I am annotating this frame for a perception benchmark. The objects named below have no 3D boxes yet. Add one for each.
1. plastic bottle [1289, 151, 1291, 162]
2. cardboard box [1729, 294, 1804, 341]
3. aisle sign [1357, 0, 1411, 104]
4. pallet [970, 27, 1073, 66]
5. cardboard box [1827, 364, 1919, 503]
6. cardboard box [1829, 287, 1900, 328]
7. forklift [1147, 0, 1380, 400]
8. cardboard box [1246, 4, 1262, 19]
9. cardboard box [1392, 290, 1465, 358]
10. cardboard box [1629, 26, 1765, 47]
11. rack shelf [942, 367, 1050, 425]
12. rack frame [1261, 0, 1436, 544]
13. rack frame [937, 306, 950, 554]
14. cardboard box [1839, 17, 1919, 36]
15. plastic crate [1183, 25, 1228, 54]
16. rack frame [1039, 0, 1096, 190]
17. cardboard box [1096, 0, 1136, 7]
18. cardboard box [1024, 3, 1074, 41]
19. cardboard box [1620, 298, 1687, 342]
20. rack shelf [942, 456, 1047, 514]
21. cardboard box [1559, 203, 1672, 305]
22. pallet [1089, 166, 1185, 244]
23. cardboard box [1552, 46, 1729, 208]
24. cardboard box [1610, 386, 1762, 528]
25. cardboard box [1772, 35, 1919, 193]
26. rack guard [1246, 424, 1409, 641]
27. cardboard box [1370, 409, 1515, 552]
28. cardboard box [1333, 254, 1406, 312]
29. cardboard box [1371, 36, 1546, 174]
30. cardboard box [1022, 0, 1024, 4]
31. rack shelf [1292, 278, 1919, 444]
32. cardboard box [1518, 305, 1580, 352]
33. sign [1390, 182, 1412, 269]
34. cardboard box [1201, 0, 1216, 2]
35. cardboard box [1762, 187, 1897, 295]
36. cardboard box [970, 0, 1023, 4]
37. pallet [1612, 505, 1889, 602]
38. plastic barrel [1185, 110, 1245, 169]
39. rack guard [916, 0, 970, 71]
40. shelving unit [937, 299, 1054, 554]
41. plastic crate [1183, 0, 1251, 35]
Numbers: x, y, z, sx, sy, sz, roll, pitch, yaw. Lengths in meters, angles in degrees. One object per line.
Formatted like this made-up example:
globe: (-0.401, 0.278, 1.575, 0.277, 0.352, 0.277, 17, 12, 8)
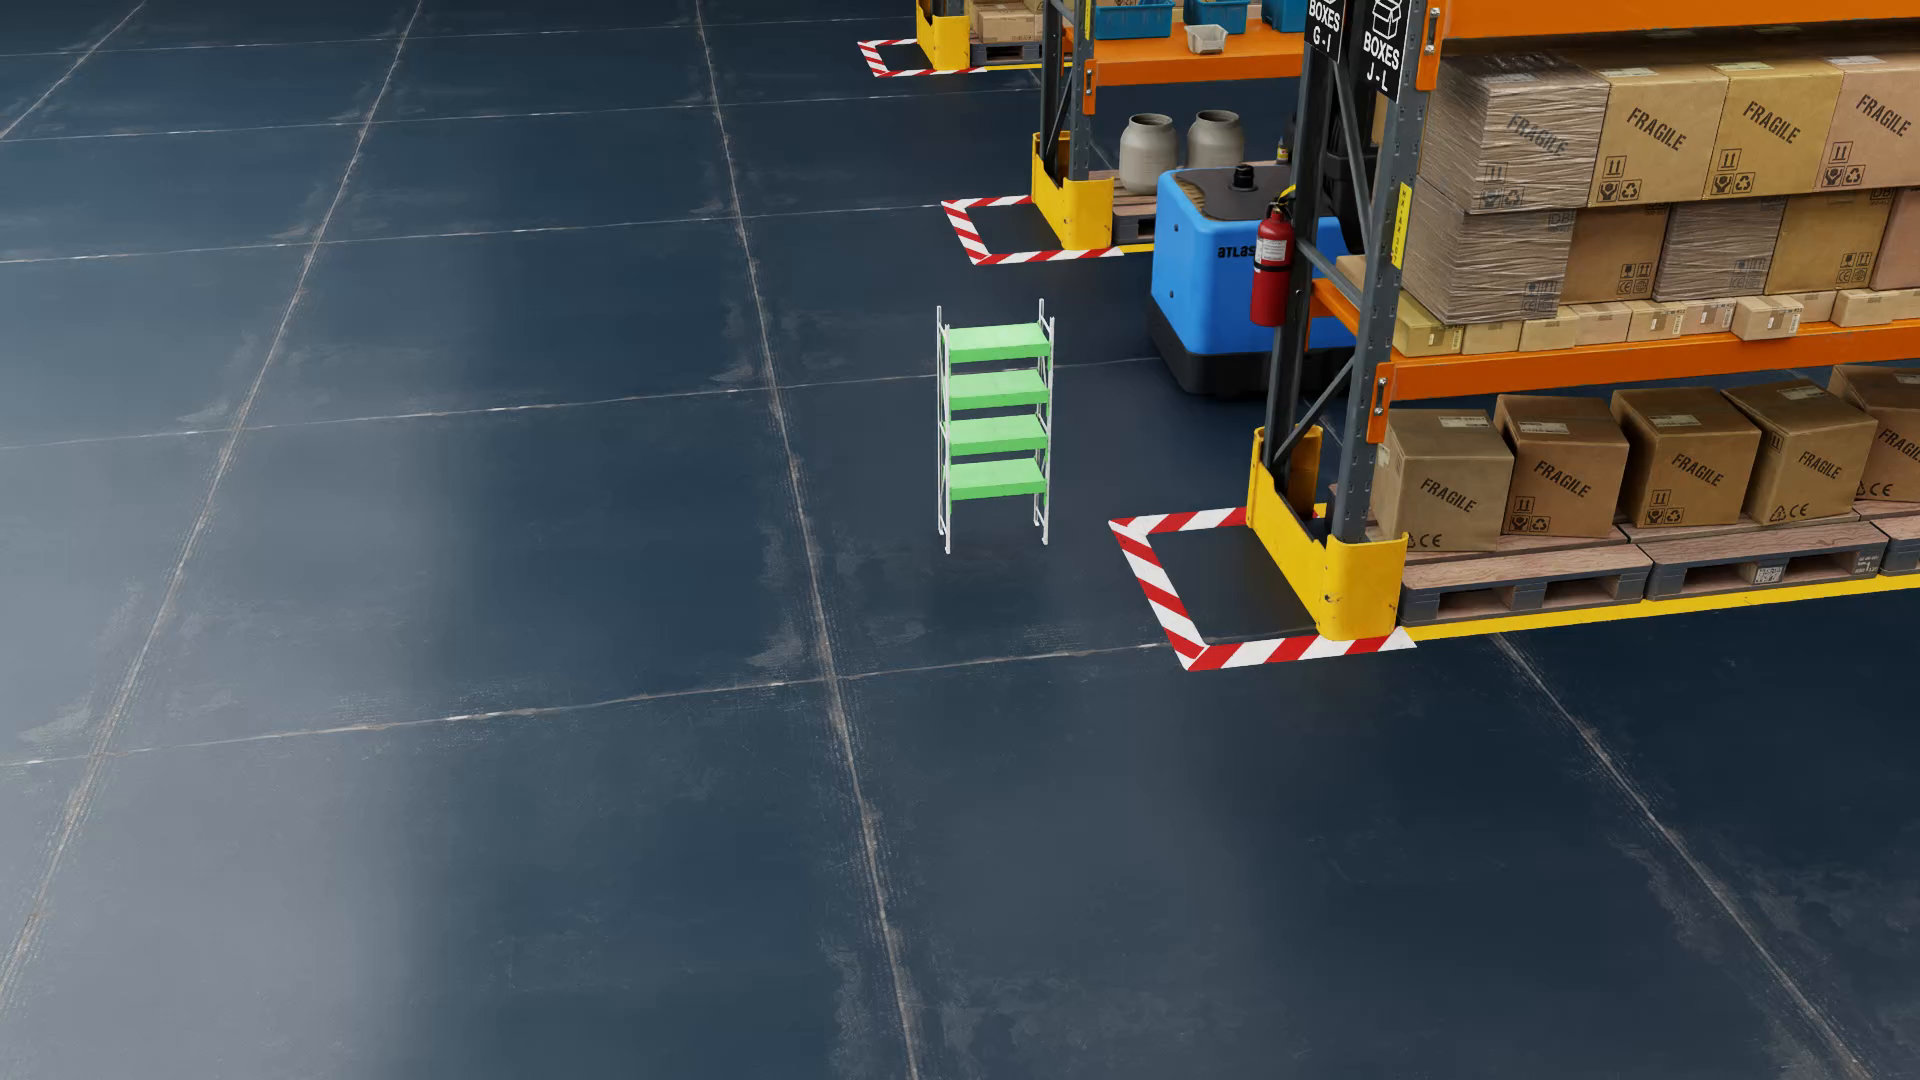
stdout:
plastic bottle: (2.581, -3.026, 12.683, 0.133, 0.283, 0.061, -5, 31, -8)
cardboard box: (3.450, -1.020, 7.273, 0.250, 0.149, 0.380, -5, 31, -9)
aisle sign: (1.627, -2.098, 6.293, 0.004, 0.787, 0.394, -5, 31, -9)
pallet: (0.598, -4.960, 16.478, 1.213, 0.211, 1.003, -5, 31, -9)
cardboard box: (4.606, -0.528, 8.241, 0.500, 0.500, 0.500, 4, 31, 7)
cardboard box: (3.932, -1.093, 7.398, 0.250, 0.149, 0.380, -5, 31, -9)
forklift: (2.720, -2.401, 9.441, 3.031, 2.935, 1.130, -4, 31, -7)
cardboard box: (2.878, -5.241, 16.502, 0.500, 0.250, 0.500, -5, 31, -9)
cardboard box: (1.957, -0.931, 7.122, 0.250, 0.149, 0.380, -5, 31, -9)
cardboard box: (3.114, -2.001, 7.315, 0.500, 0.500, 0.500, -5, 31, -9)
rack shelf: (0.163, -0.684, 7.882, 0.480, 0.148, 0.258, -5, 31, -9)
rack frame: (1.634, -1.132, 7.216, 0.127, 3.000, 1.000, -5, 31, -9)
rack frame: (-0.077, -0.510, 7.934, 0.015, 1.200, 0.240, -5, 31, -9)
cardboard box: (4.097, -2.094, 7.473, 0.500, 0.500, 0.500, -5, 31, -9)
plastic crate: (1.680, -3.409, 11.349, 0.250, 0.136, 0.298, -5, 31, -9)
rack frame: (0.742, -3.602, 11.416, 0.127, 3.000, 1.000, -5, 31, -9)
cardboard box: (1.402, -5.427, 16.079, 0.500, 0.500, 0.500, -5, 31, -9)
cardboard box: (0.912, -5.053, 16.182, 0.500, 0.250, 0.500, -5, 31, -9)
cardboard box: (2.945, -1.012, 7.260, 0.250, 0.149, 0.380, -5, 31, -9)
rack shelf: (0.163, -0.270, 8.126, 0.480, 0.148, 0.258, -5, 31, -9)
cardboard box: (2.650, -1.445, 7.357, 0.500, 0.500, 0.875, -5, 31, -9)
pallet: (1.608, -2.501, 12.296, 1.213, 0.211, 1.003, -5, 31, -9)
cardboard box: (2.717, -1.691, 6.788, 0.500, 0.500, 0.500, -5, 31, -9)
cardboard box: (3.452, -0.404, 8.029, 0.500, 0.500, 0.500, -3, 31, -4)
cardboard box: (3.699, -1.786, 6.950, 0.500, 0.500, 0.500, -5, 31, -9)
rack guard: (1.709, -0.062, 7.862, 0.348, 0.500, 1.175, -5, 31, -9)
cardboard box: (2.251, -0.284, 7.826, 0.500, 0.500, 0.500, 0, 30, 0)
cardboard box: (1.877, -1.153, 7.499, 0.250, 0.149, 0.380, -5, 31, -9)
cardboard box: (2.130, -1.908, 7.157, 0.500, 0.500, 0.500, -5, 31, -9)
cardboard box: (0.817, -5.315, 16.629, 0.500, 0.250, 0.500, -5, 31, -9)
rack shelf: (3.601, -1.005, 7.709, 4.000, 0.370, 1.077, -5, 31, -9)
cardboard box: (2.455, -0.960, 7.171, 0.250, 0.149, 0.380, -5, 31, -9)
sign: (1.732, -1.235, 6.537, 0.005, 0.325, 0.100, -5, 31, -9)
cardboard box: (2.386, -5.517, 16.232, 0.500, 0.500, 0.500, -5, 31, -9)
cardboard box: (3.644, -1.509, 7.466, 0.500, 0.500, 0.875, -5, 31, -9)
cardboard box: (0.327, -5.588, 16.353, 0.500, 0.500, 0.500, -5, 31, -9)
pallet: (3.712, -0.103, 8.217, 1.213, 0.211, 1.003, -5, 31, -9)
plastic barrel: (1.868, -2.854, 12.185, 0.421, 0.512, 0.421, 0, 30, 0)
rack guard: (-0.170, -4.992, 16.246, 0.348, 0.500, 1.175, -5, 31, -9)
shelving unit: (0.163, -0.532, 7.972, 0.503, 1.200, 0.258, -5, 31, -9)
plastic crate: (1.820, -3.789, 11.881, 0.408, 0.251, 0.499, -5, 31, -9)
